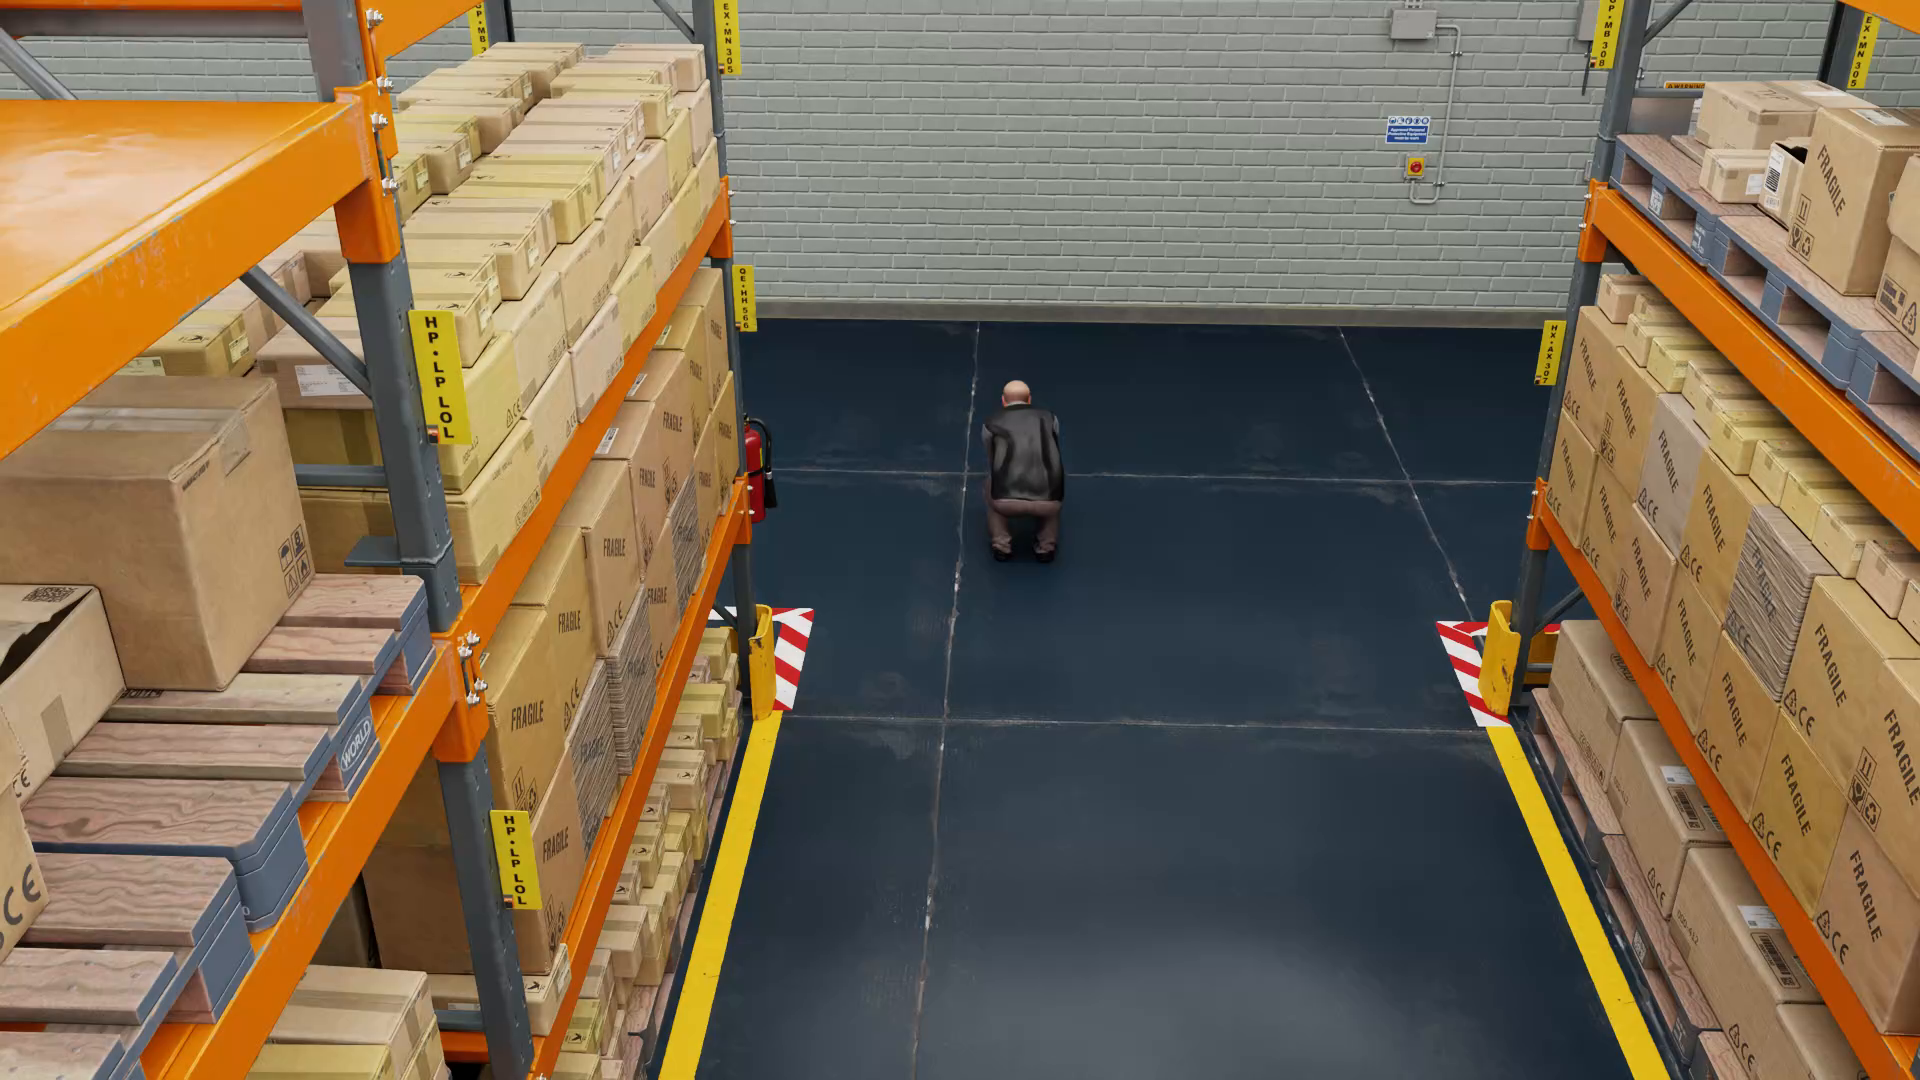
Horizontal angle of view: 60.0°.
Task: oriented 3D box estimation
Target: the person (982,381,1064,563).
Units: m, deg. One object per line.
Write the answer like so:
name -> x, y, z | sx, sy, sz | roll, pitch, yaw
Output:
person -> 0.389, -0.410, 10.247 | 0.515, 0.970, 0.879 | 0, 28, 1
